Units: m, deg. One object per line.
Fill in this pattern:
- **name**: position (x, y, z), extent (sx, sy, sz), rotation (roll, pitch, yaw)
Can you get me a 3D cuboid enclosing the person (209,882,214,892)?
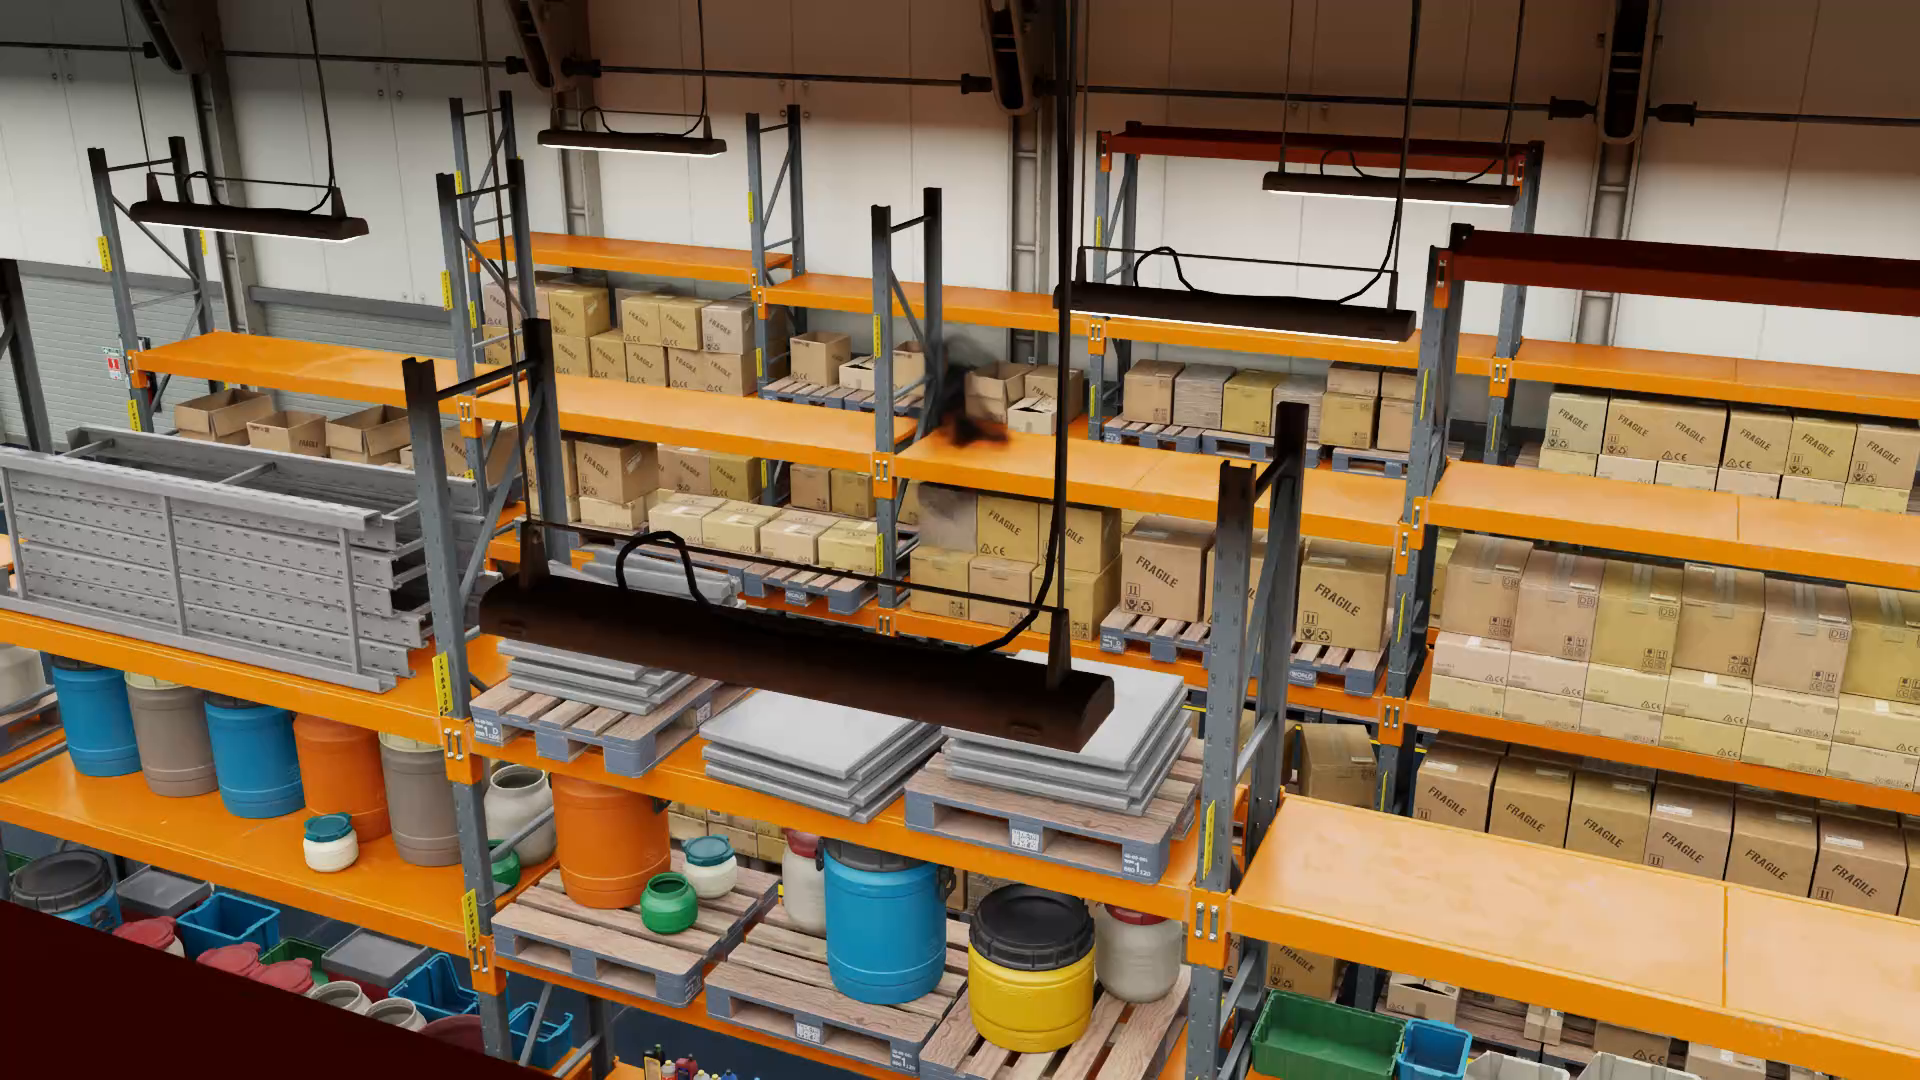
- **person**: position (-6.069, 2.592, 13.330), extent (0.899, 1.769, 0.711), rotation (6, 21, 16)
